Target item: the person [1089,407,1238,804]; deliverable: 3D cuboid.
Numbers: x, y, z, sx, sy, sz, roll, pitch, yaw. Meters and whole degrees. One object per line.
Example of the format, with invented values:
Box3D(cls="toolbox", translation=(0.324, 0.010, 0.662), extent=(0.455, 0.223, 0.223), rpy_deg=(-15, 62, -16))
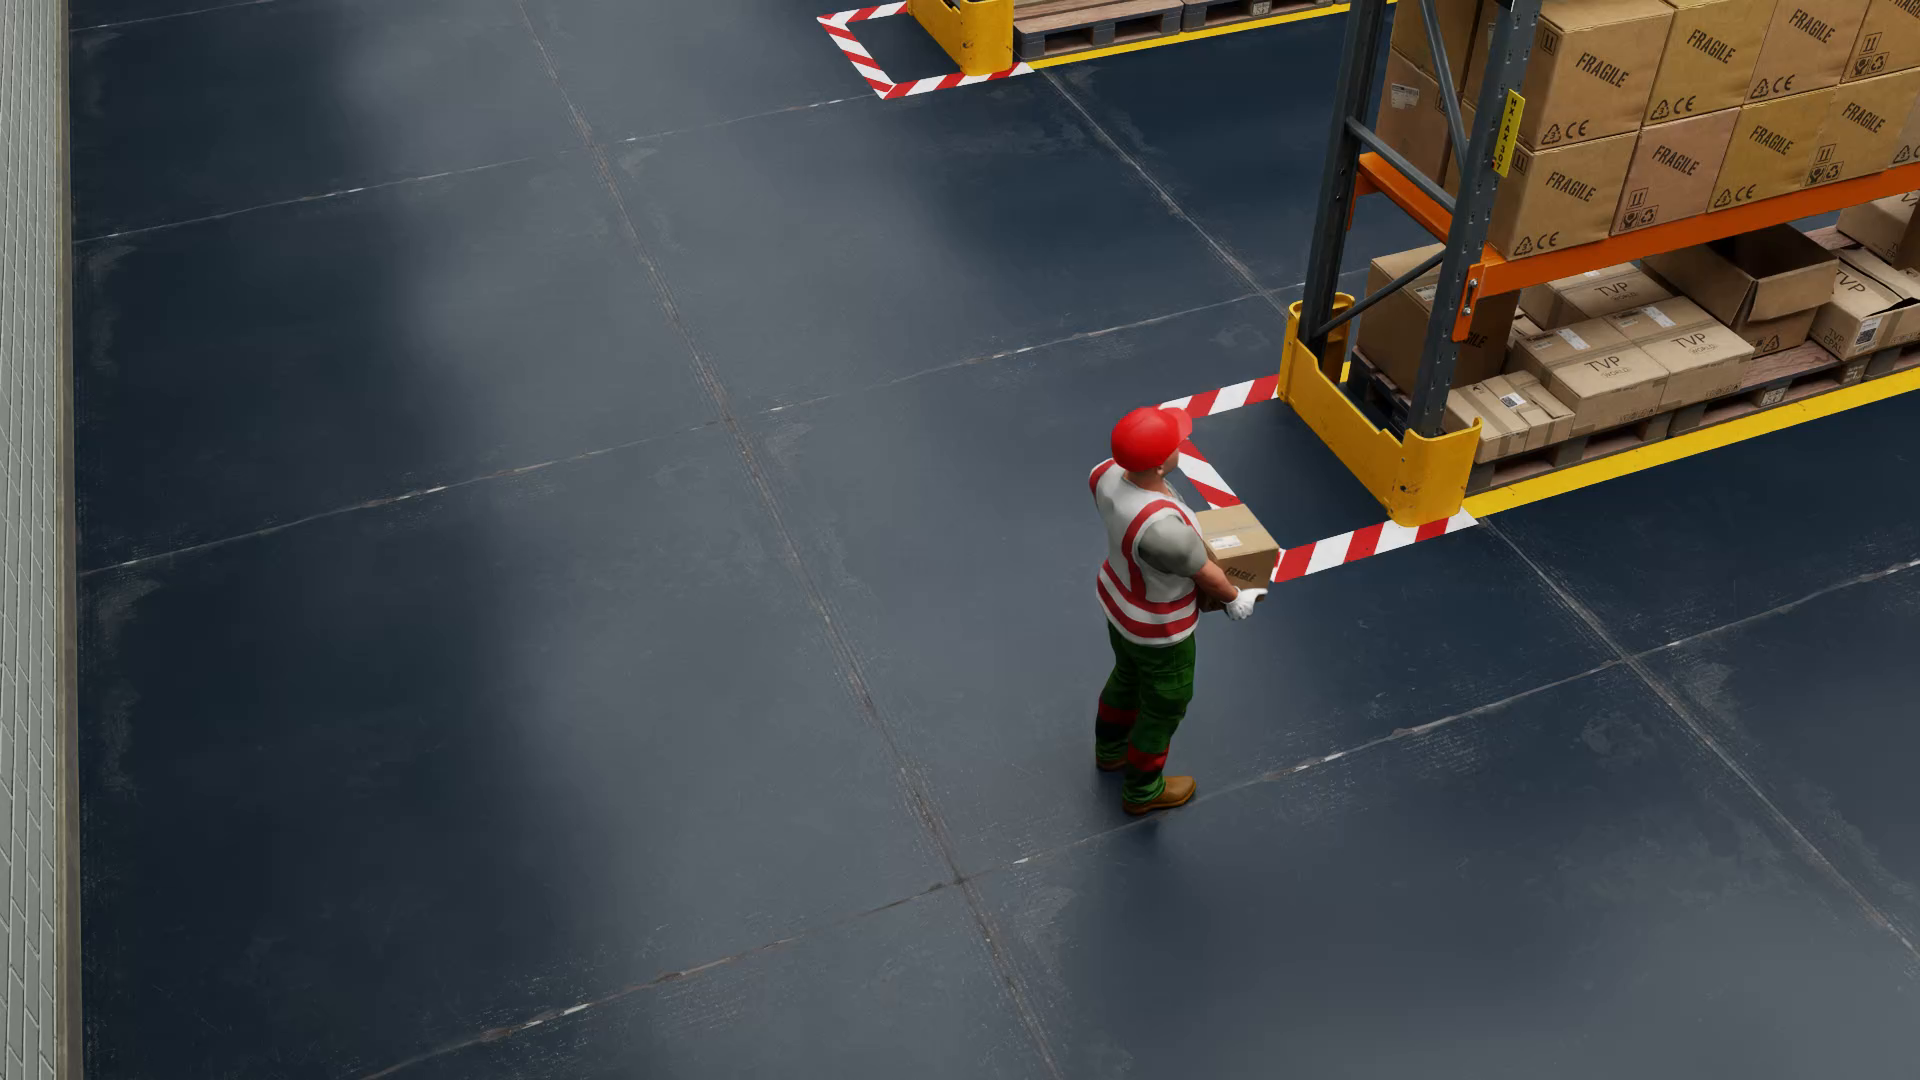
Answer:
Box3D(cls="person", translation=(0.703, 0.216, 5.856), extent=(0.460, 1.723, 0.493), rpy_deg=(-15, 44, -16))
